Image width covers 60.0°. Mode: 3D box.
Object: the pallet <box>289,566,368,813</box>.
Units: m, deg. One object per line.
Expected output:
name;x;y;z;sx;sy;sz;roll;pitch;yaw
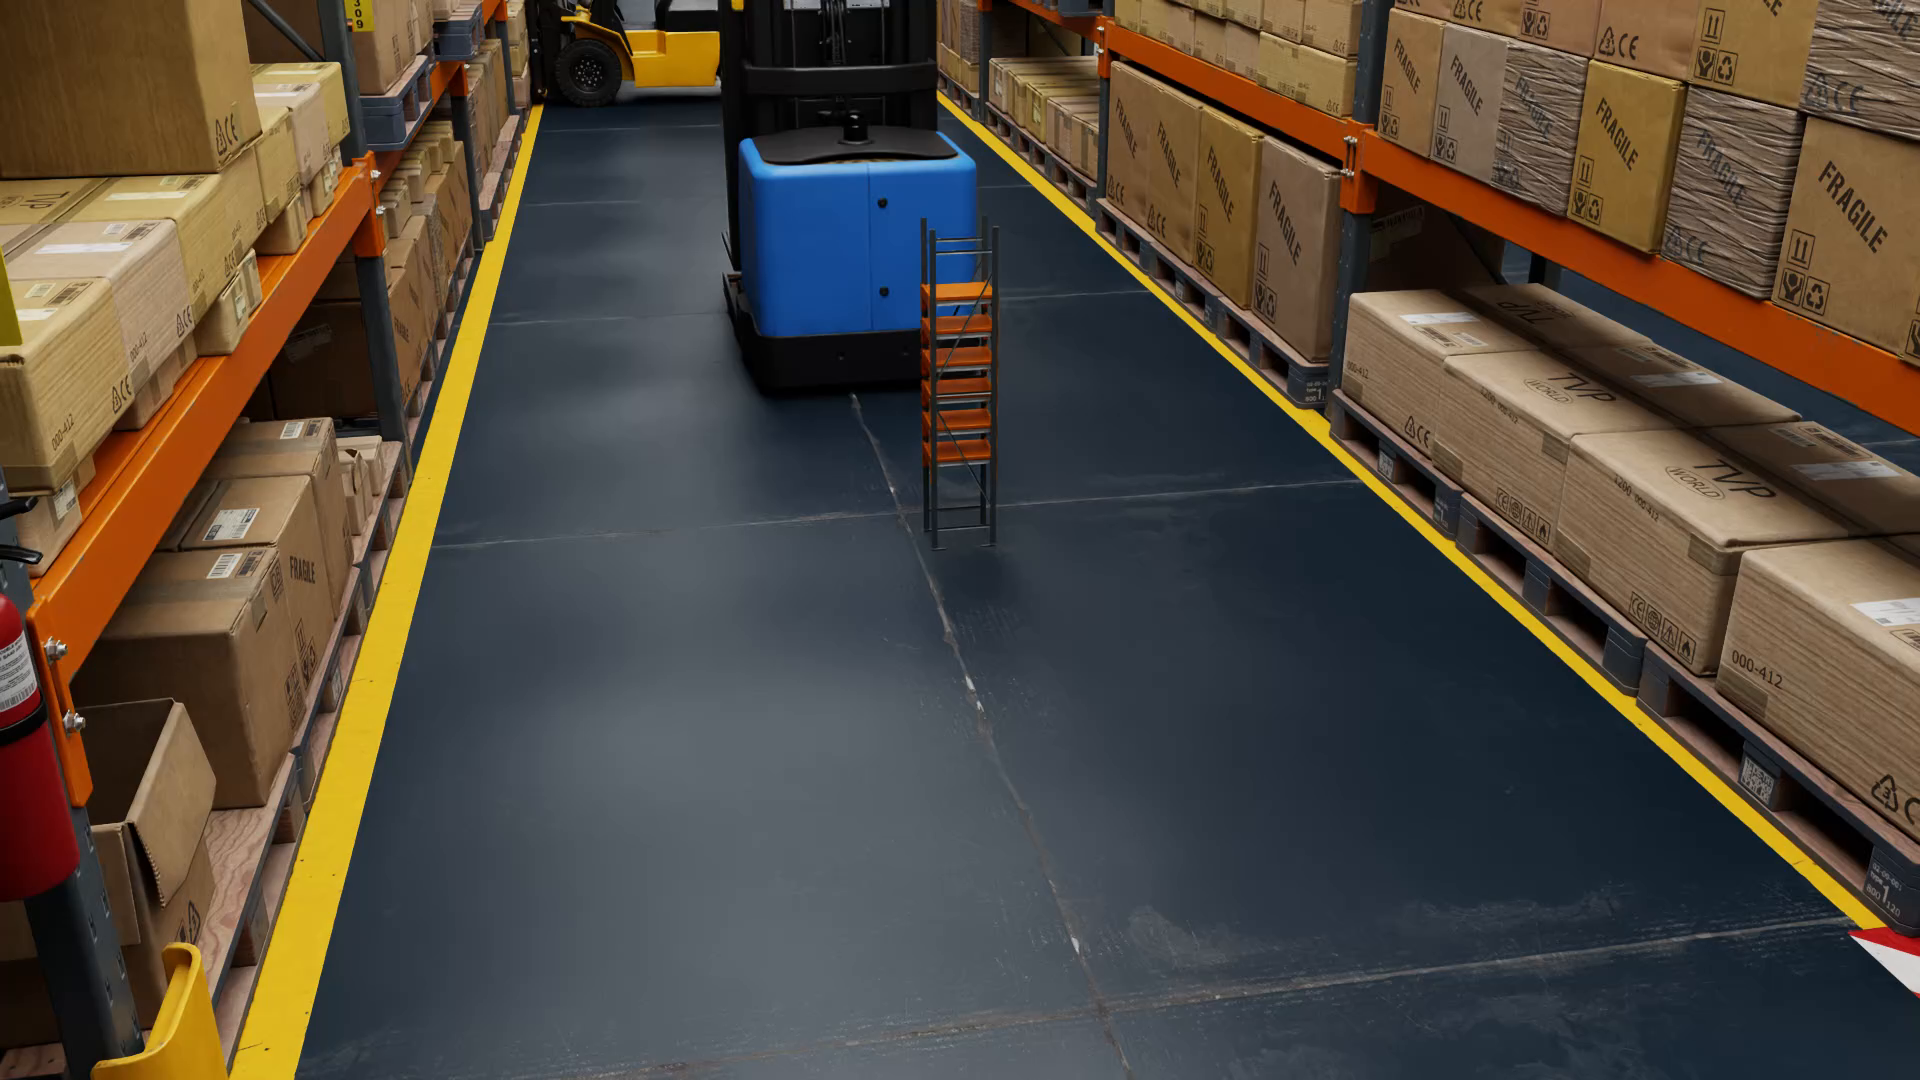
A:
pallet;-2.374;0.454;4.947;1.003;0.211;1.213;-4;24;-10

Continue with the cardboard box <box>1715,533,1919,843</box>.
cardboard box;2.668;0.359;4.357;0.875;0.438;0.875;-5;24;-12

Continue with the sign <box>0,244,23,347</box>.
sign;-1.456;-0.439;2.425;0.100;0.325;0.005;-4;24;-10

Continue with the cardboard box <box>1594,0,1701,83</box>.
cardboard box;2.260;-1.643;4.889;0.500;0.500;0.500;-4;24;-10

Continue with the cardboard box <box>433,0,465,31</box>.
cardboard box;-3.311;-3.272;10.182;0.500;0.250;0.500;-4;24;-10

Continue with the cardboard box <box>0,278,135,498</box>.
cardboard box;-1.809;-0.268;2.931;0.500;0.250;0.500;-4;24;-9

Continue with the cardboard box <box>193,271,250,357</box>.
cardboard box;-1.970;-0.546;4.067;0.380;0.149;0.250;-5;24;-11

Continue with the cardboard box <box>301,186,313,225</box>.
cardboard box;-2.259;-1.047;5.213;0.380;0.149;0.250;-4;24;-8

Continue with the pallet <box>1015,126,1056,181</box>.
pallet;1.043;-3.026;12.914;1.003;0.211;1.213;-4;24;-10

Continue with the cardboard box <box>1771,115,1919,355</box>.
cardboard box;2.461;-0.785;4.174;0.500;0.500;0.500;-5;24;-11

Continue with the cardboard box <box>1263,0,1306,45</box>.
cardboard box;1.728;-2.456;7.687;0.500;0.250;0.500;-4;24;-8

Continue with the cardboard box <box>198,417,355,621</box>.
cardboard box;-2.321;-0.044;5.200;0.700;0.500;0.500;-5;24;-12

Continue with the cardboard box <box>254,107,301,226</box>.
cardboard box;-2.209;-1.067;4.761;0.500;0.250;0.500;-4;24;-10

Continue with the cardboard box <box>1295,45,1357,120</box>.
cardboard box;1.818;-2.033;7.344;0.500;0.250;0.500;-5;24;-11

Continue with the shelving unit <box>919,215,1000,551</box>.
shelving unit;-0.003;-0.556;6.023;0.258;1.200;0.189;-4;24;-10

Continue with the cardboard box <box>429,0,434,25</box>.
cardboard box;-2.985;-2.760;8.167;0.797;0.503;0.637;-5;24;-11

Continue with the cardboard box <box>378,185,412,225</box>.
cardboard box;-2.837;-1.589;7.928;0.380;0.149;0.250;-3;24;-8

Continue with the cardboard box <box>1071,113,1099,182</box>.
cardboard box;1.314;-2.728;11.508;0.950;0.372;0.625;-6;24;-13

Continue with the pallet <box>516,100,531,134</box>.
pallet;-4.314;-3.760;14.595;1.003;0.211;1.213;-4;24;-10

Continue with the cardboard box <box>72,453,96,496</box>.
cardboard box;-1.873;-0.133;3.120;0.380;0.149;0.250;-4;24;-8

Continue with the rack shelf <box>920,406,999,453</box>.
rack shelf;-0.003;-0.405;6.089;0.258;0.103;0.180;-4;24;-10

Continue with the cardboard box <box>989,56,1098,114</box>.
cardboard box;0.768;-3.873;14.128;0.950;0.372;0.625;-4;24;-9

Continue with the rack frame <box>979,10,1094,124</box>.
rack frame;0.669;-5.090;14.158;1.000;3.000;0.127;-4;24;-10

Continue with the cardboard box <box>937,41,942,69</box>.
cardboard box;0.007;-4.843;16.503;0.500;0.250;0.500;-3;24;-6

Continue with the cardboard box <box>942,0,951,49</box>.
cardboard box;0.105;-4.980;15.878;0.500;0.500;0.500;-3;24;-7

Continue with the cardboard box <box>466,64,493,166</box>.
cardboard box;-3.824;-3.020;11.859;0.875;0.625;0.625;-5;24;-12

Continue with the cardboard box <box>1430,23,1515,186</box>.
cardboard box;2.067;-1.587;6.012;0.500;0.500;0.500;-4;24;-9

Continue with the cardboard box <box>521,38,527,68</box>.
cardboard box;-4.090;-4.294;14.621;0.500;0.250;0.500;-4;24;-10

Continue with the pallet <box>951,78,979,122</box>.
pallet;0.510;-4.074;15.315;1.003;0.211;1.213;-4;24;-10

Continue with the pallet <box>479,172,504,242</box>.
pallet;-3.583;-2.197;11.017;1.003;0.211;1.213;-4;24;-10

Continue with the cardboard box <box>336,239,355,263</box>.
cardboard box;-2.593;-1.212;6.693;0.380;0.149;0.250;-5;24;-11

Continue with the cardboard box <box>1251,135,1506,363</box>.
cardboard box;1.955;-1.400;7.839;0.875;0.875;0.875;-4;24;-8

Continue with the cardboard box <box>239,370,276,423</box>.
cardboard box;-3.111;-0.793;6.917;0.500;0.500;0.500;-4;24;-10

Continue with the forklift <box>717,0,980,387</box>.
forklift;-0.709;-2.610;8.565;1.130;2.935;3.031;-5;24;-11

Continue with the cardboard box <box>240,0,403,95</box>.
cardboard box;-2.599;-2.020;6.478;0.700;0.500;0.500;-4;24;-8

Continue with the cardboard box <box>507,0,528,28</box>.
cardboard box;-4.177;-4.722;14.977;0.500;0.250;0.500;-3;24;-8

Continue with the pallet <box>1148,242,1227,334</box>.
pallet;1.703;-1.445;9.294;1.003;0.211;1.213;-4;24;-10

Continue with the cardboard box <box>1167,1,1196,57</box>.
cardboard box;1.456;-2.830;9.169;0.500;0.250;0.500;-4;24;-8

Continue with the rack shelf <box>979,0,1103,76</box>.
rack shelf;1.039;-3.974;12.500;1.077;0.370;4.000;-4;24;-10

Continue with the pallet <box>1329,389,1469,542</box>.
pallet;2.212;-0.361;6.813;1.003;0.211;1.213;-4;24;-10

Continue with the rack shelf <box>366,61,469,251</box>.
rack shelf;-3.099;-2.032;8.053;1.077;0.370;4.000;-4;24;-10

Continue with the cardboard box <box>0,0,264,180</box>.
cardboard box;-2.086;-1.201;4.131;0.500;0.500;0.500;-4;24;-8

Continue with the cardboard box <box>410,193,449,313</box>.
cardboard box;-2.883;-1.439;8.395;0.500;0.500;0.500;-5;24;-12

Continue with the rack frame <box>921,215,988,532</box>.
rack frame;-0.020;-0.592;6.105;0.240;1.200;0.006;-4;24;-10

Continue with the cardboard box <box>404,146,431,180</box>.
cardboard box;-3.038;-1.998;8.865;0.380;0.149;0.250;-4;24;-8

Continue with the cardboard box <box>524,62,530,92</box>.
cardboard box;-4.082;-4.067;14.726;0.500;0.250;0.500;-5;24;-11
